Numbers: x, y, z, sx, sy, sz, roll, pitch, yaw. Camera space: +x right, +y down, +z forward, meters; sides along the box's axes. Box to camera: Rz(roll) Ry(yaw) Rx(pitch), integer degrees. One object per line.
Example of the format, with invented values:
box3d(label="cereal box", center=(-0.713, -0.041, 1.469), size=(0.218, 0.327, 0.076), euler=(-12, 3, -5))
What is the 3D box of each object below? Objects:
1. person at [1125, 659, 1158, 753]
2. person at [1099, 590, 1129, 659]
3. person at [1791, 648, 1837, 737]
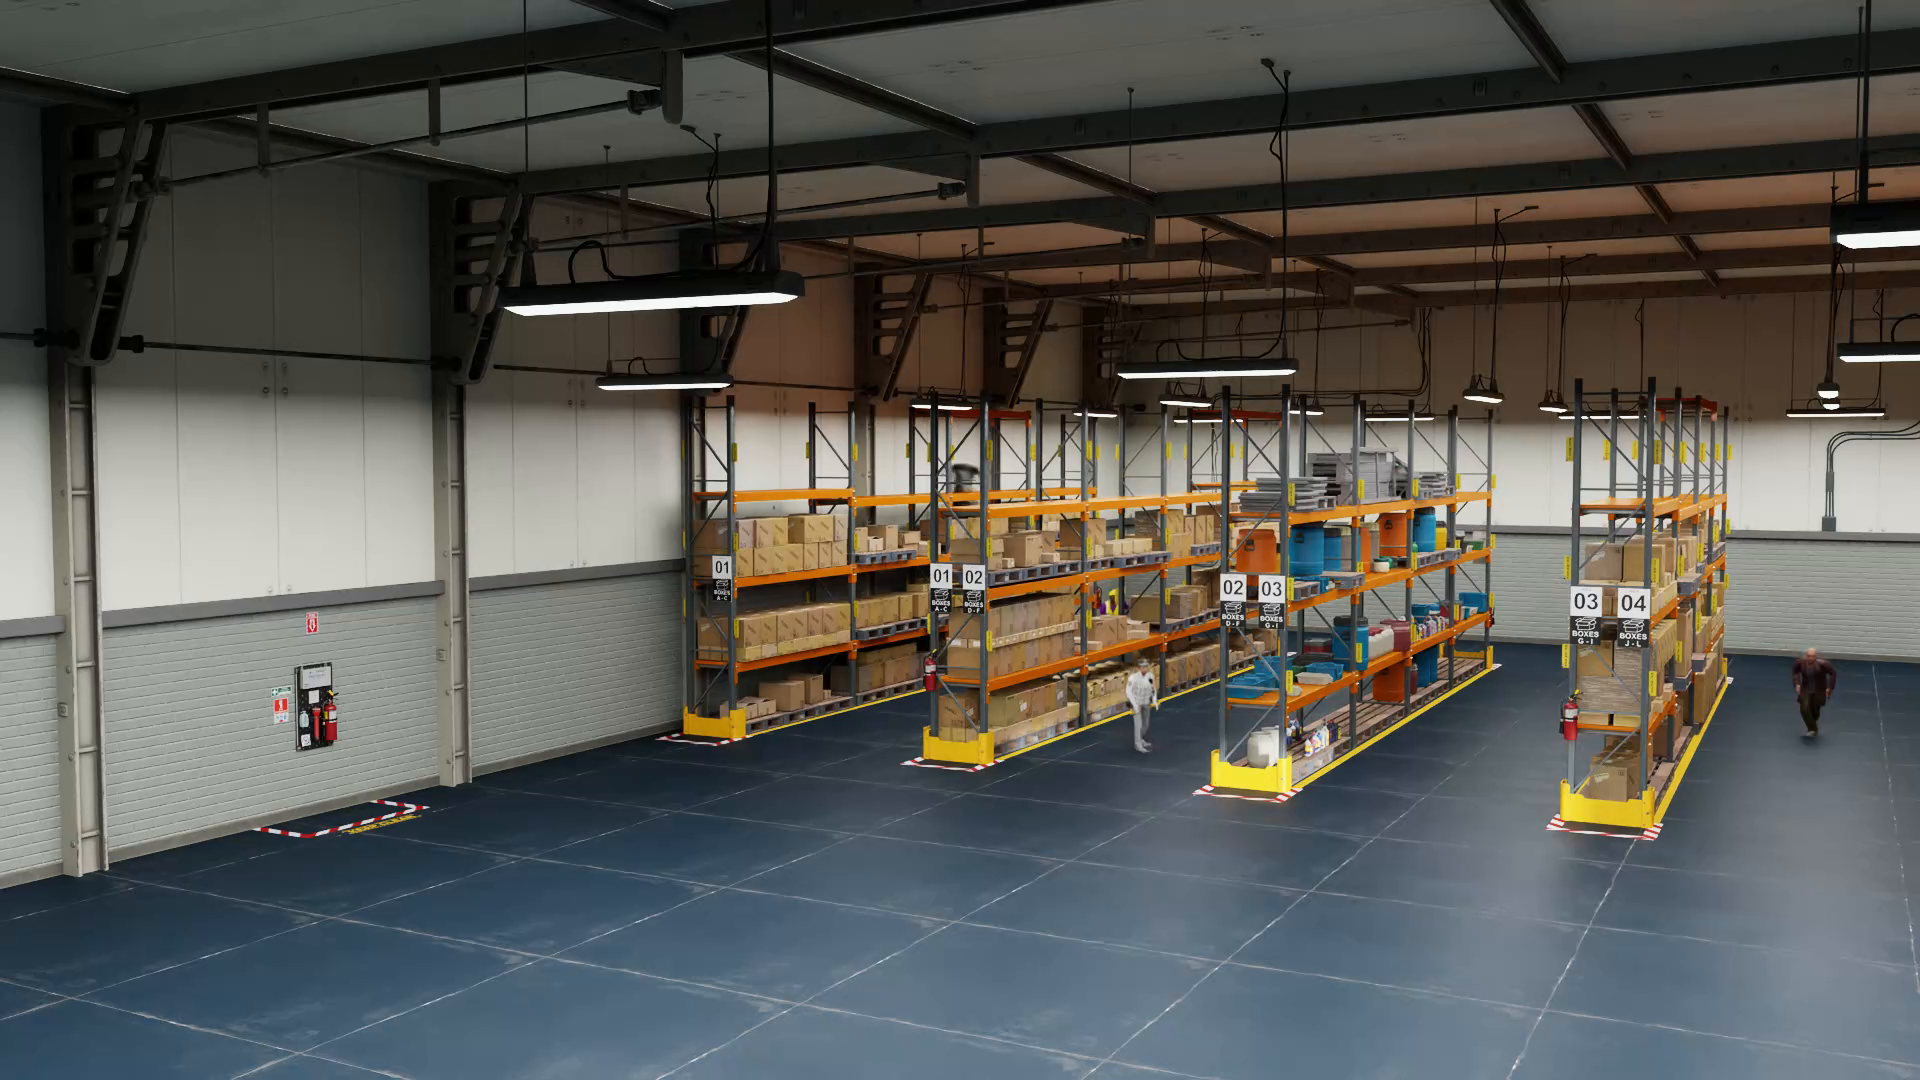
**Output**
box3d(label="person", center=(3.009, 2.744, 27.793), size=(0.612, 1.612, 0.732), euler=(-1, 3, -20))
box3d(label="person", center=(3.646, 2.013, 39.385), size=(0.674, 1.682, 1.044), euler=(1, 3, 15))
box3d(label="person", center=(15.016, 2.666, 29.229), size=(0.721, 1.604, 0.902), euler=(2, 4, 35))
